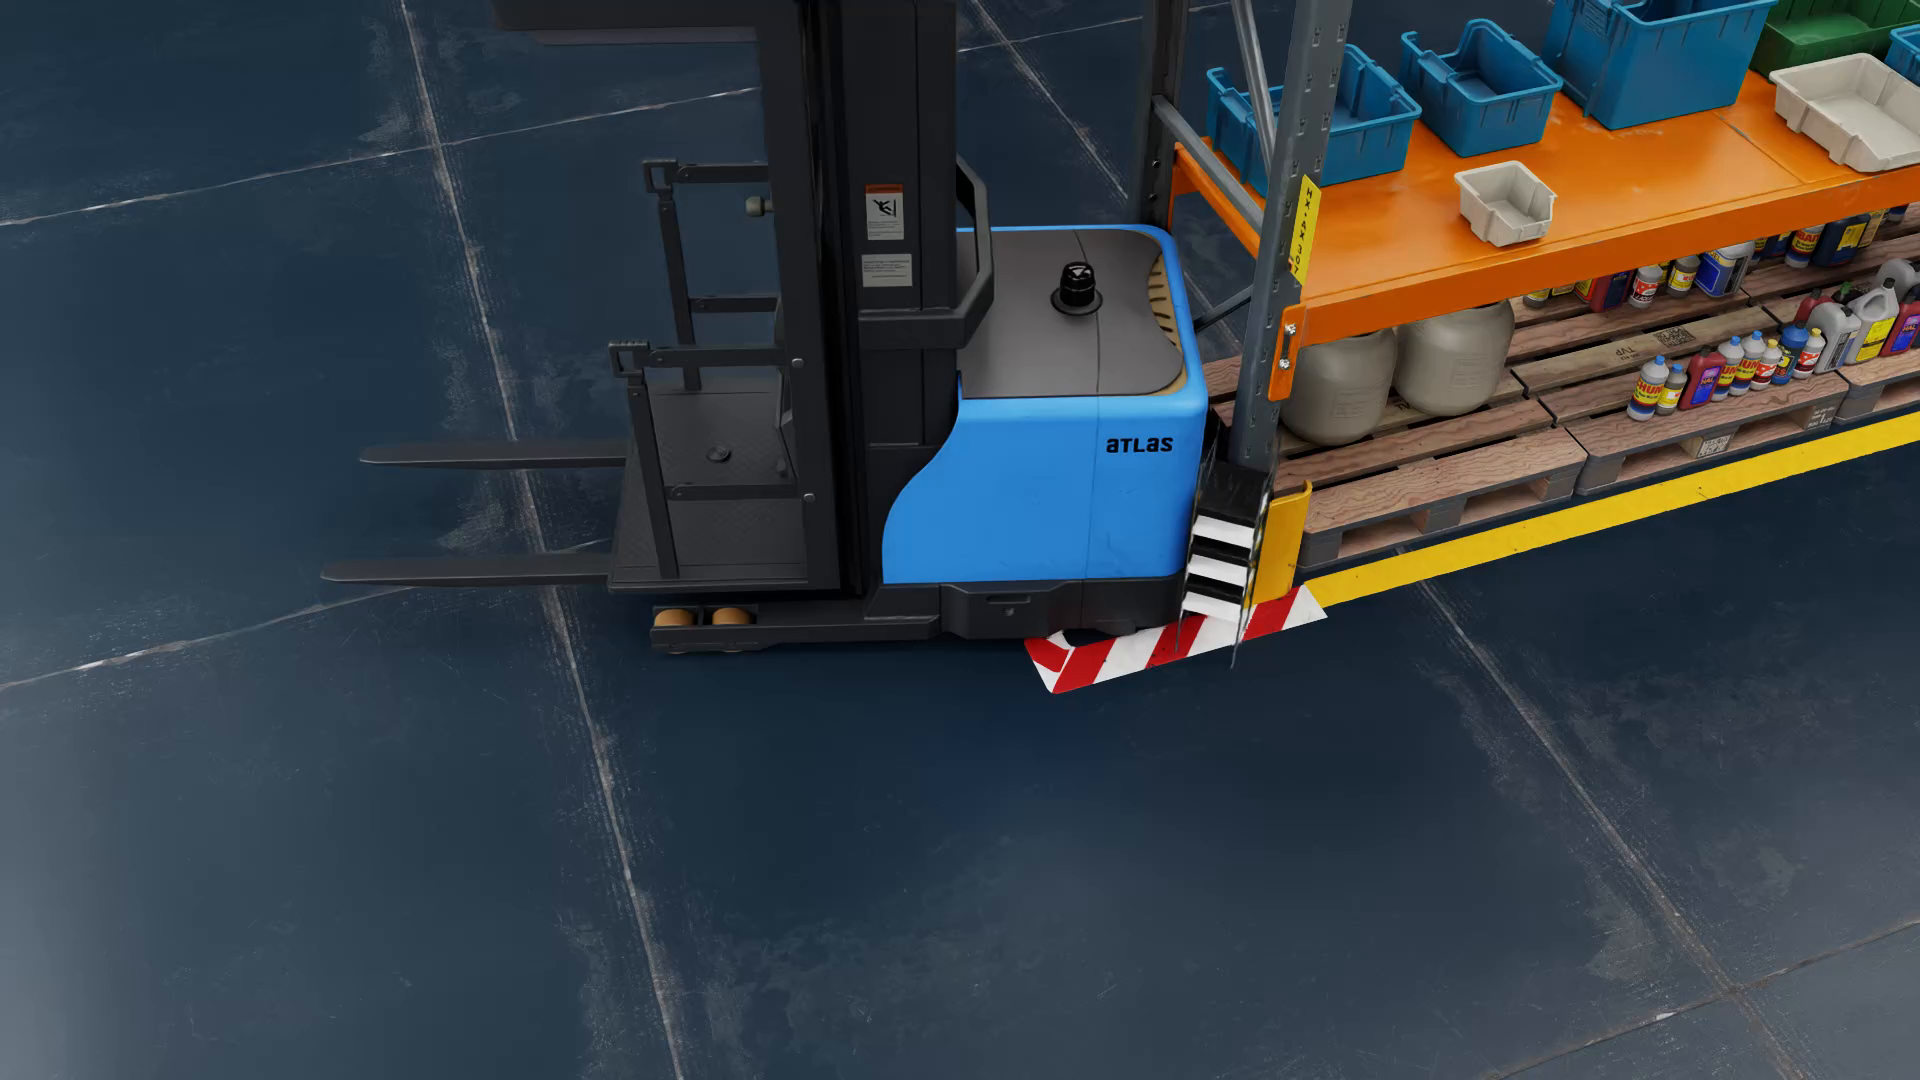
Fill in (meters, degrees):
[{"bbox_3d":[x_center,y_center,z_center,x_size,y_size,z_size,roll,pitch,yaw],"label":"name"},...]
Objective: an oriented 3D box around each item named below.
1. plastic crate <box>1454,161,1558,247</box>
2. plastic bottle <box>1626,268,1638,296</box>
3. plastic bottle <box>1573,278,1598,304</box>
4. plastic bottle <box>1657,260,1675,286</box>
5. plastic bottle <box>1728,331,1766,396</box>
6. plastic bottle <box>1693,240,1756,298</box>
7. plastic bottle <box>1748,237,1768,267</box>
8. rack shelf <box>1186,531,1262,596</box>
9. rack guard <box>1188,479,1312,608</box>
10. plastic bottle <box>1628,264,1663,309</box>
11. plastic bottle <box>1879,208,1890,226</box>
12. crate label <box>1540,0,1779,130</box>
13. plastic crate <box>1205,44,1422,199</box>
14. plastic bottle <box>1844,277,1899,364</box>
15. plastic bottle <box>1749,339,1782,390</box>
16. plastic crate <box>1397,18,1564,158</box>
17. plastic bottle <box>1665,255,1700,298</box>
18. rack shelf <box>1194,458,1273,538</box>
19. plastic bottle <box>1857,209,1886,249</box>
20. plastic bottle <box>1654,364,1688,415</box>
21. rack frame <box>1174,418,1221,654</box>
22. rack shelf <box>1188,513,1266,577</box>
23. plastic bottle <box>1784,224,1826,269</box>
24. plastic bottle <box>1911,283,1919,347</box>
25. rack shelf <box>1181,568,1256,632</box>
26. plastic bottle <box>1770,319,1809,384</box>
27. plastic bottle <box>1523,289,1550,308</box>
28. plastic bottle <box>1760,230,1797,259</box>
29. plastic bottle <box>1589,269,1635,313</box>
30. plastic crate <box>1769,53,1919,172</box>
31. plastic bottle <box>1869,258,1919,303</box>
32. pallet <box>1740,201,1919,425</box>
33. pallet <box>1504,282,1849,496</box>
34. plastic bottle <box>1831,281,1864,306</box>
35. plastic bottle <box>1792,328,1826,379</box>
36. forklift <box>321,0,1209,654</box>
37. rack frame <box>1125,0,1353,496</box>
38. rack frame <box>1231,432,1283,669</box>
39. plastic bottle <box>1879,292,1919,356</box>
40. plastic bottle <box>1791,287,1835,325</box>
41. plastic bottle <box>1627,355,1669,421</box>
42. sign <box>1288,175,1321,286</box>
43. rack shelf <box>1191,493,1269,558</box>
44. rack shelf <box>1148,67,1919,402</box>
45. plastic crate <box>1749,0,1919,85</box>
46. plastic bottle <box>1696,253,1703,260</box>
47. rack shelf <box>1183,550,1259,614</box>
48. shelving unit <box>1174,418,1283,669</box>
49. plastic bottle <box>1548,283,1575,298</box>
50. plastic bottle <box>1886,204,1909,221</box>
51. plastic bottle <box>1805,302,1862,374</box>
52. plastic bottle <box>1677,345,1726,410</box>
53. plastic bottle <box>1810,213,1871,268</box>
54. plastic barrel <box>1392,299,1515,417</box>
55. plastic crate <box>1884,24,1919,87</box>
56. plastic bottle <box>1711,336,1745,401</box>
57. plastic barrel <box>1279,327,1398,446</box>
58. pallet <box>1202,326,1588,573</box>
[{"bbox_3d":[1.768,-1.075,5.389,0.250,0.136,0.298,-14,47,-14],"label":"plastic crate"},{"bbox_3d":[2.772,-1.170,6.911,0.135,0.276,0.152,-16,47,-15],"label":"plastic bottle"},{"bbox_3d":[2.642,-1.137,6.878,0.135,0.276,0.152,-14,47,-14],"label":"plastic bottle"},{"bbox_3d":[2.927,-1.239,6.927,0.185,0.351,0.144,-13,46,-12],"label":"plastic bottle"},{"bbox_3d":[3.044,-0.694,6.440,0.097,0.271,0.097,0,45,0],"label":"plastic bottle"},{"bbox_3d":[3.176,-1.165,6.905,0.135,0.276,0.152,-14,47,-14],"label":"plastic bottle"},{"bbox_3d":[3.376,-1.298,7.041,0.097,0.271,0.097,0,45,0],"label":"plastic bottle"},{"bbox_3d":[0.894,0.052,5.610,0.200,0.077,0.258,15,47,14],"label":"rack shelf"},{"bbox_3d":[0.872,-0.334,6.230,0.348,0.500,1.175,-14,47,-14],"label":"rack guard"},{"bbox_3d":[2.832,-1.065,6.859,0.097,0.201,0.097,0,45,0],"label":"plastic bottle"},{"bbox_3d":[4.035,-1.487,7.280,0.097,0.201,0.097,0,45,0],"label":"plastic bottle"},{"bbox_3d":[2.456,-1.802,5.903,0.616,0.435,0.502,-14,47,-14],"label":"crate label"},{"bbox_3d":[1.186,-1.434,5.667,0.616,0.251,0.499,-14,47,-14],"label":"plastic crate"},{"bbox_3d":[3.587,-0.878,6.567,0.185,0.351,0.144,-15,47,-14],"label":"plastic bottle"},{"bbox_3d":[3.138,-0.693,6.488,0.097,0.201,0.097,0,45,0],"label":"plastic bottle"},{"bbox_3d":[1.799,-1.586,5.818,0.408,0.251,0.499,-14,47,-14],"label":"plastic crate"},{"bbox_3d":[3.009,-1.116,6.910,0.097,0.201,0.097,0,45,0],"label":"plastic bottle"},{"bbox_3d":[0.894,-0.139,5.419,0.200,0.077,0.258,15,47,14],"label":"rack shelf"},{"bbox_3d":[3.872,-1.374,7.109,0.133,0.283,0.061,-14,47,-14],"label":"plastic bottle"},{"bbox_3d":[2.725,-0.588,6.383,0.097,0.201,0.097,0,45,0],"label":"plastic bottle"},{"bbox_3d":[0.798,0.003,5.612,0.006,0.900,0.240,15,47,14],"label":"rack frame"},{"bbox_3d":[0.894,-0.012,5.546,0.200,0.077,0.258,15,47,14],"label":"rack shelf"},{"bbox_3d":[3.584,-1.288,7.032,0.097,0.271,0.097,0,45,0],"label":"plastic bottle"},{"bbox_3d":[3.891,-0.956,6.645,0.185,0.351,0.144,-17,47,-16],"label":"plastic bottle"},{"bbox_3d":[0.894,0.179,5.738,0.200,0.077,0.258,15,47,14],"label":"rack shelf"},{"bbox_3d":[3.235,-0.743,6.488,0.097,0.271,0.097,0,45,0],"label":"plastic bottle"},{"bbox_3d":[2.395,-1.068,6.862,0.097,0.201,0.097,0,45,0],"label":"plastic bottle"},{"bbox_3d":[3.501,-1.386,7.073,0.185,0.351,0.144,-16,47,-16],"label":"plastic bottle"},{"bbox_3d":[2.678,-1.069,6.804,0.133,0.283,0.061,-14,47,-14],"label":"plastic bottle"},{"bbox_3d":[3.138,-1.477,5.790,0.437,0.136,0.530,-14,47,-14],"label":"plastic crate"},{"bbox_3d":[3.817,-1.022,6.763,0.135,0.276,0.152,-14,47,-14],"label":"plastic bottle"},{"bbox_3d":[3.933,-1.011,7.108,1.213,0.211,1.003,-14,47,-14],"label":"pallet"},{"bbox_3d":[2.784,-0.715,6.813,1.213,0.211,1.003,-14,47,-14],"label":"pallet"},{"bbox_3d":[3.528,-0.917,6.653,0.133,0.283,0.061,-14,47,-14],"label":"plastic bottle"},{"bbox_3d":[3.331,-0.743,6.537,0.097,0.201,0.097,0,45,0],"label":"plastic bottle"},{"bbox_3d":[-0.731,-1.017,5.195,3.031,2.935,1.130,-1,45,-1],"label":"forklift"},{"bbox_3d":[0.817,-1.167,5.295,0.127,3.000,1.000,-14,47,-14],"label":"rack frame"},{"bbox_3d":[0.989,0.053,5.561,0.006,0.900,0.240,15,47,14],"label":"rack frame"},{"bbox_3d":[3.752,-0.865,6.602,0.133,0.283,0.061,-11,46,-11],"label":"plastic bottle"},{"bbox_3d":[3.396,-0.889,6.625,0.133,0.283,0.061,-14,47,-14],"label":"plastic bottle"},{"bbox_3d":[2.628,-0.587,6.333,0.097,0.271,0.097,0,45,0],"label":"plastic bottle"},{"bbox_3d":[0.999,-0.897,4.831,0.005,0.325,0.100,-14,47,-14],"label":"sign"},{"bbox_3d":[0.894,-0.076,5.483,0.200,0.077,0.258,15,47,14],"label":"rack shelf"},{"bbox_3d":[2.698,-1.394,6.029,4.000,0.370,1.077,-14,47,-14],"label":"rack shelf"},{"bbox_3d":[3.206,-1.916,6.191,0.662,0.188,0.450,-14,47,-14],"label":"plastic crate"},{"bbox_3d":[3.102,-1.284,6.971,0.185,0.351,0.144,-15,47,-14],"label":"plastic bottle"},{"bbox_3d":[0.894,0.115,5.674,0.200,0.077,0.258,15,47,14],"label":"rack shelf"},{"bbox_3d":[0.894,0.028,5.587,0.210,0.900,0.258,15,47,14],"label":"shelving unit"},{"bbox_3d":[2.499,-1.137,6.873,0.133,0.283,0.061,-13,47,-13],"label":"plastic bottle"},{"bbox_3d":[4.131,-1.536,7.279,0.097,0.271,0.097,0,45,0],"label":"plastic bottle"},{"bbox_3d":[3.433,-0.815,6.557,0.135,0.276,0.152,-14,47,-13],"label":"plastic bottle"},{"bbox_3d":[2.847,-0.634,6.371,0.133,0.283,0.061,-14,47,-13],"label":"plastic bottle"},{"bbox_3d":[3.728,-1.335,7.023,0.185,0.351,0.144,-14,47,-14],"label":"plastic bottle"},{"bbox_3d":[1.881,-0.767,6.356,0.421,0.512,0.421,0,45,0],"label":"plastic barrel"},{"bbox_3d":[3.630,-1.629,5.861,0.616,0.251,0.499,-14,47,-14],"label":"plastic crate"},{"bbox_3d":[2.950,-0.670,6.416,0.097,0.271,0.097,0,45,0],"label":"plastic bottle"},{"bbox_3d":[1.410,-0.646,6.236,0.421,0.512,0.421,0,45,0],"label":"plastic barrel"},{"bbox_3d":[1.638,-0.424,6.523,1.213,0.211,1.003,-14,47,-14],"label":"pallet"}]
